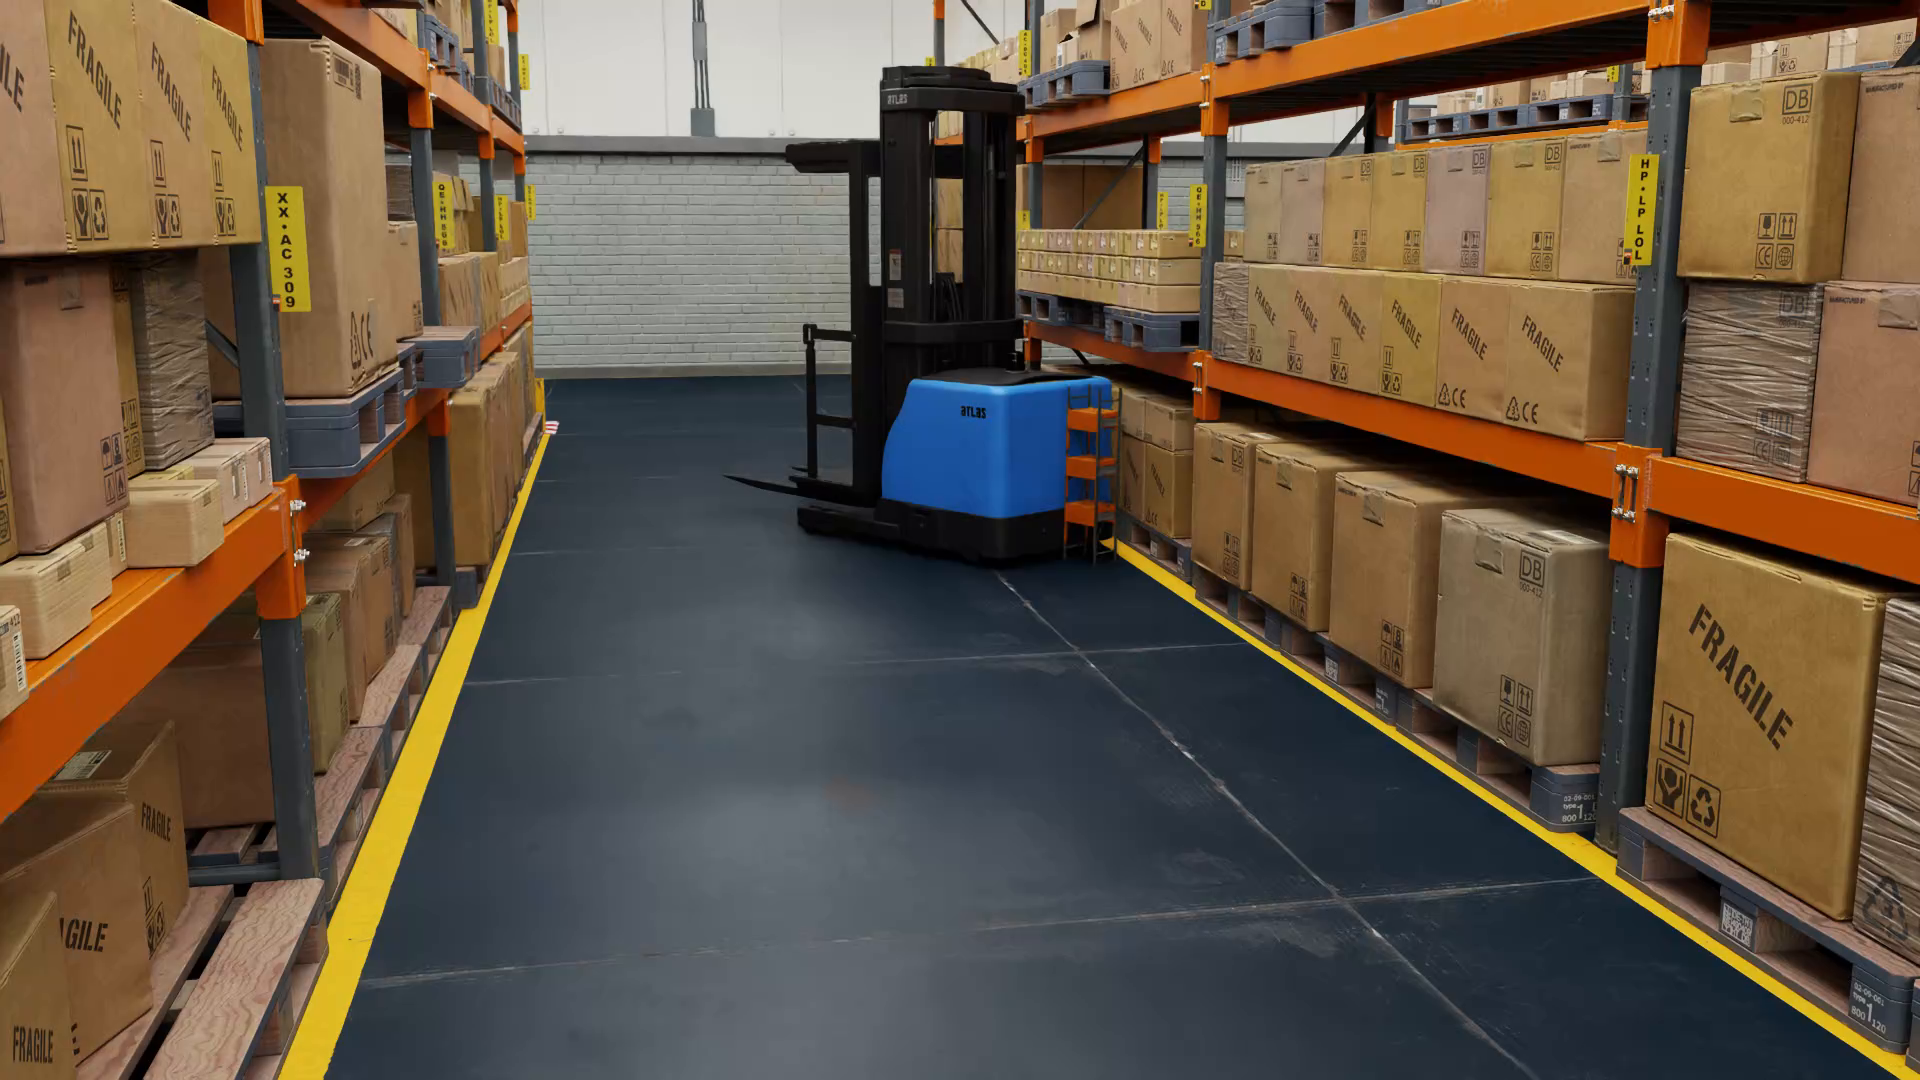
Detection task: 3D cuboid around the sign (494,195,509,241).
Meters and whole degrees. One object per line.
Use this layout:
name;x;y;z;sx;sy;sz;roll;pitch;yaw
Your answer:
sign;-3.333;-2.339;12.078;0.100;0.325;0.005;-2;11;-11

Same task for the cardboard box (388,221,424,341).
cardboard box;-2.734;-1.113;7.131;0.700;0.500;0.500;0;11;-3

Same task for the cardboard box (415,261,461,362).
cardboard box;-2.913;-1.202;8.722;0.500;0.500;0.500;-2;11;-9

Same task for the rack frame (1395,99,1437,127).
rack frame;5.080;-5.829;17.253;1.000;3.000;0.127;-2;11;-11

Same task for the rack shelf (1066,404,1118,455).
rack shelf;0.793;-0.658;9.875;0.215;0.259;0.240;-10;16;-43

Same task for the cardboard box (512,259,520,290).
cardboard box;-3.984;-2.233;14.010;0.500;0.250;0.500;-2;11;-11

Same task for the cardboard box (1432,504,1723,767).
cardboard box;2.369;0.306;5.959;1.050;0.750;0.750;-2;11;-11

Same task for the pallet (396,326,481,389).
pallet;-2.842;-0.833;7.563;1.213;0.211;1.003;-2;11;-11

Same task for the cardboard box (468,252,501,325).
cardboard box;-3.504;-1.761;11.658;0.500;0.500;0.500;-2;11;-11

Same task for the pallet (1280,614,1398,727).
pallet;2.113;0.525;7.375;1.003;0.211;1.213;-2;11;-11

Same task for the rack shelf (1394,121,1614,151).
rack shelf;5.469;-3.635;15.673;1.077;0.370;4.000;-2;11;-11

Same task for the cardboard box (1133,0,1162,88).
cardboard box;1.329;-2.925;9.753;0.500;0.500;0.500;-2;11;-11

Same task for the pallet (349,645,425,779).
pallet;-2.701;0.683;6.546;1.003;0.211;1.213;-2;11;-11

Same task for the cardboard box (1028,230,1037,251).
cardboard box;0.707;-2.185;12.110;0.380;0.149;0.250;-2;11;-9

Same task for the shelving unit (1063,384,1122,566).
shelving unit;0.790;-0.391;9.930;0.215;1.050;0.252;-10;16;-43

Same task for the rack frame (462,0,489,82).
rack frame;-3.863;-4.735;11.505;1.000;3.000;0.127;-2;11;-11

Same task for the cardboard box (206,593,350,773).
cardboard box;-2.480;0.490;5.608;0.700;0.500;0.500;-2;11;-11

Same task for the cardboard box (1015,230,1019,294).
cardboard box;0.650;-2.223;13.291;0.500;0.500;0.500;-2;11;-11

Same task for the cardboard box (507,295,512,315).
cardboard box;-3.698;-1.827;12.945;0.380;0.149;0.250;-2;11;-9

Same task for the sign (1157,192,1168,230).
sign;1.565;-2.539;12.917;0.100;0.325;0.005;-2;11;-11

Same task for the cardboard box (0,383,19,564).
cardboard box;-1.965;-0.157;2.434;0.875;0.500;0.500;-2;11;-11

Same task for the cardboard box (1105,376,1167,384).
cardboard box;1.107;-0.960;11.273;0.500;0.250;0.500;-2;11;-9

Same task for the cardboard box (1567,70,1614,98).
cardboard box;5.419;-3.916;14.197;0.396;0.266;0.258;-2;11;-9

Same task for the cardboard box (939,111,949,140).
cardboard box;0.080;-3.991;16.023;0.500;0.250;0.500;-2;11;-9

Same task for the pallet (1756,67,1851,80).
pallet;6.238;-3.116;11.529;1.003;0.211;1.213;-2;11;-8

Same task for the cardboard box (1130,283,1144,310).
cardboard box;1.206;-1.418;9.673;0.380;0.149;0.250;-2;11;-11

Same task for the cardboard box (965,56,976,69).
cardboard box;0.255;-4.217;14.805;0.380;0.149;0.250;-2;11;-9

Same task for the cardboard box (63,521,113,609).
cardboard box;-1.783;0.063;3.015;0.380;0.149;0.250;-2;11;-11

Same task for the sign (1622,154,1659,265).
sign;2.047;-0.991;4.993;0.100;0.325;0.005;-2;11;-11

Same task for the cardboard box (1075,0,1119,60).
cardboard box;1.193;-3.392;11.073;0.797;0.503;0.637;-2;11;-12

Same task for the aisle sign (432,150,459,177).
aisle sign;-4.949;-3.801;15.689;0.394;0.787;0.004;-2;11;-11

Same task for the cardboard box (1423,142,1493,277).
cardboard box;2.275;-1.300;6.564;0.700;0.500;0.500;-2;11;-11

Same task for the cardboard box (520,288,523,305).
cardboard box;-3.998;-2.110;14.430;0.380;0.149;0.250;-2;11;-11

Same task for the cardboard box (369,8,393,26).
cardboard box;-2.548;-2.193;6.574;0.500;0.250;0.500;-2;11;-9

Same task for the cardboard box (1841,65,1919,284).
cardboard box;2.837;-0.921;4.222;0.875;0.550;0.550;-2;11;-11

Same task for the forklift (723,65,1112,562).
forklift;-0.426;-1.525;10.868;1.130;2.935;3.031;-10;15;-42

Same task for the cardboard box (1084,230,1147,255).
cardboard box;1.005;-1.901;10.621;0.380;0.149;0.250;-2;11;-8

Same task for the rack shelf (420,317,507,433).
rack shelf;-3.474;-1.067;10.206;1.077;0.370;4.000;-2;11;-11

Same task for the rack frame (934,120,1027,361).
rack frame;0.244;-2.683;16.770;1.000;3.000;0.127;-2;11;-11

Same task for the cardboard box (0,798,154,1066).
cardboard box;-2.150;0.881;3.608;0.500;0.500;0.500;1;11;7

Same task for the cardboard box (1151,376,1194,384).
cardboard box;1.618;-0.978;11.366;0.500;0.250;0.500;-3;11;-14

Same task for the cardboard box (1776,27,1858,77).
cardboard box;6.008;-3.456;11.419;0.500;0.500;0.500;-2;11;-10

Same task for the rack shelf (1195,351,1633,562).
rack shelf;2.189;-0.496;7.202;1.077;0.370;4.000;-2;11;-11

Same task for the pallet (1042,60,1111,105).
pallet;1.242;-3.023;11.039;1.213;0.211;1.003;-2;11;-11

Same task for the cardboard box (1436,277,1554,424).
cardboard box;2.116;-0.710;6.136;0.500;0.500;0.500;-2;11;-12

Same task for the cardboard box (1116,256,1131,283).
cardboard box;1.150;-1.616;9.917;0.380;0.149;0.250;-2;11;-10

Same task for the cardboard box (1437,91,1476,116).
cardboard box;5.255;-4.458;17.082;0.500;0.250;0.500;-3;11;-16

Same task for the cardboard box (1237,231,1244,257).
cardboard box;1.845;-1.732;9.731;0.380;0.149;0.250;-2;11;-13

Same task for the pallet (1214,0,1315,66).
pallet;1.977;-2.480;8.189;1.213;0.211;1.003;-2;11;-8

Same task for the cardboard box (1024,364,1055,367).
cardboard box;0.763;-1.602;16.002;0.380;0.149;0.250;-2;11;-12

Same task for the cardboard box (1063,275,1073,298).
cardboard box;0.906;-1.704;11.176;0.380;0.149;0.250;-2;11;-12

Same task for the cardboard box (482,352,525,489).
cardboard box;-3.719;-0.833;11.612;1.225;0.875;0.875;-2;11;-11

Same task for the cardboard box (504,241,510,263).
cardboard box;-3.794;-2.416;12.968;0.500;0.500;0.500;-2;11;-11

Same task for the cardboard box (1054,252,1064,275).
cardboard box;0.856;-1.898;11.397;0.380;0.149;0.250;-2;11;-9

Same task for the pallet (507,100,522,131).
pallet;-4.487;-3.815;14.935;1.003;0.211;1.213;-2;11;-11
